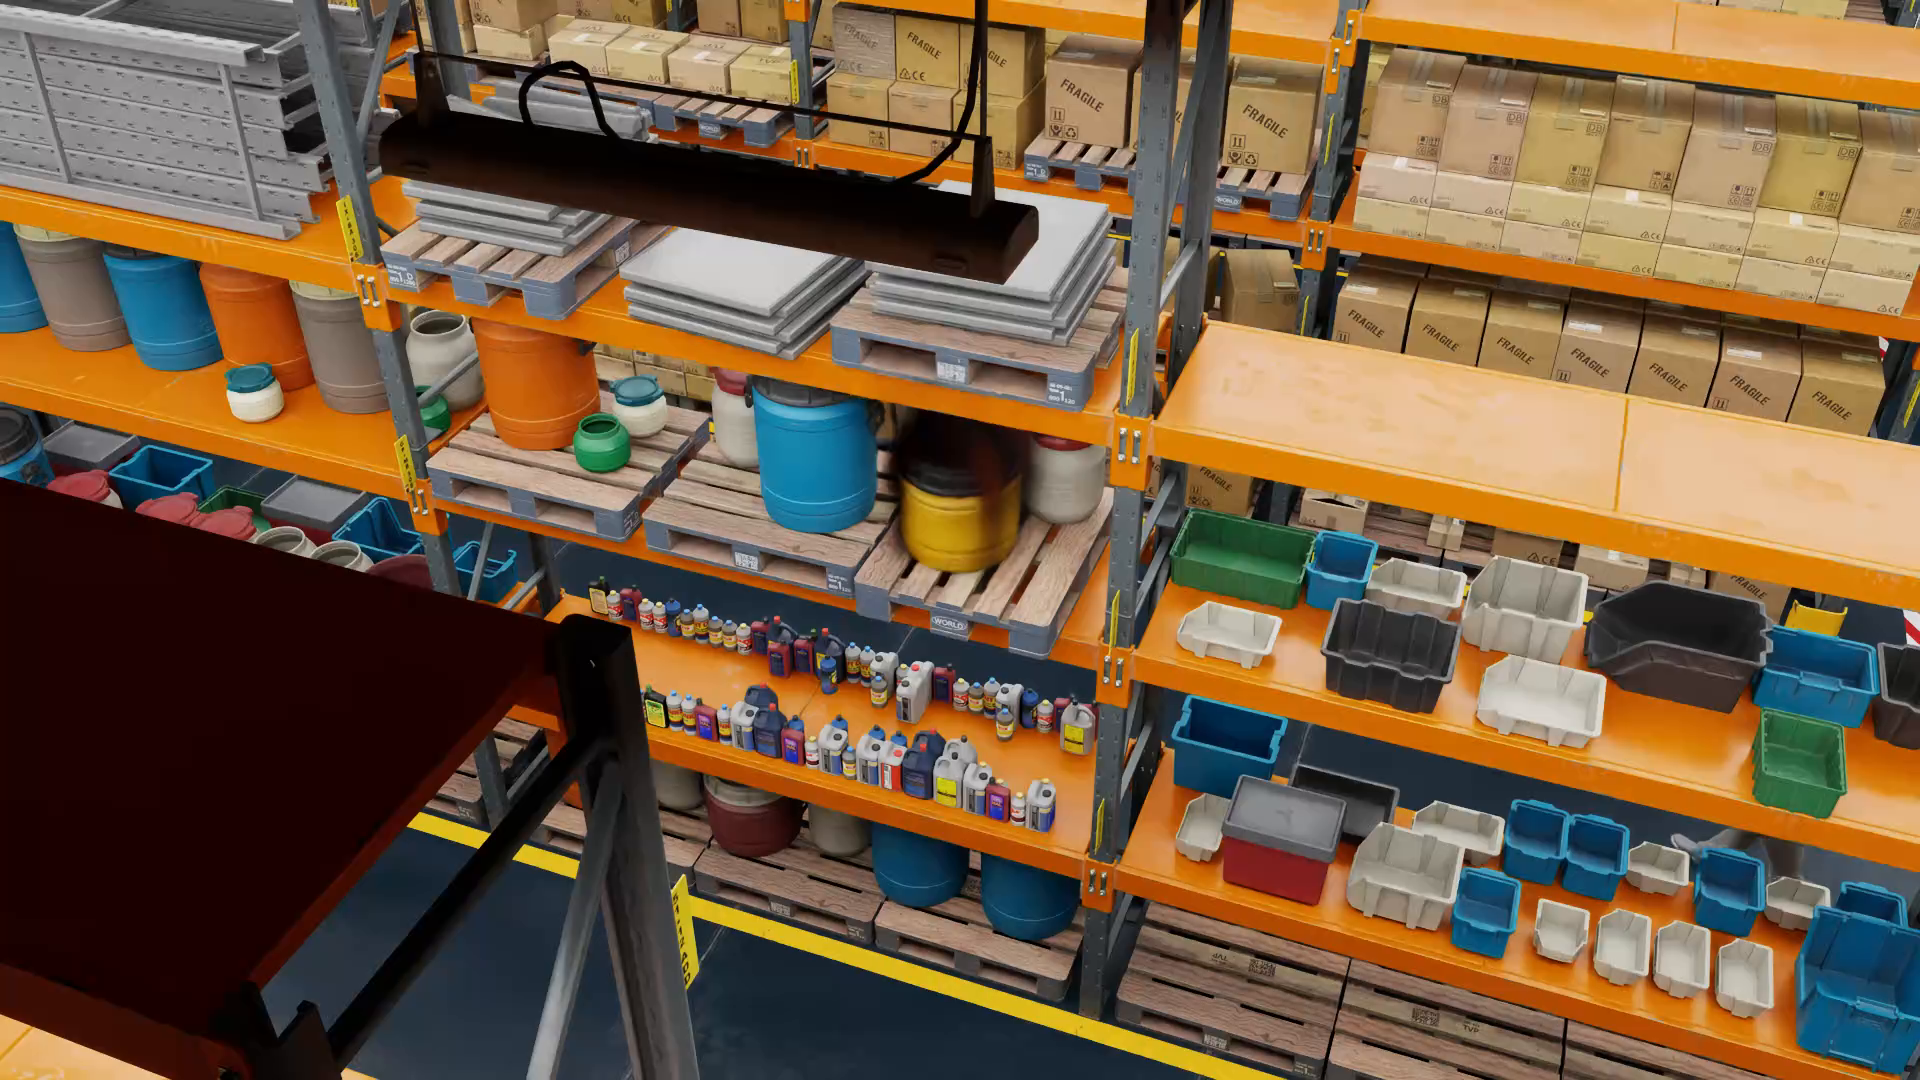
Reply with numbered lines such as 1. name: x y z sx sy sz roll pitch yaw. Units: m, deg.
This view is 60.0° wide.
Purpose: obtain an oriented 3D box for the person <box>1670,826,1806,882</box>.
1. person: 4.873 1.548 9.889 0.629 1.632 1.025 -29 45 -33
